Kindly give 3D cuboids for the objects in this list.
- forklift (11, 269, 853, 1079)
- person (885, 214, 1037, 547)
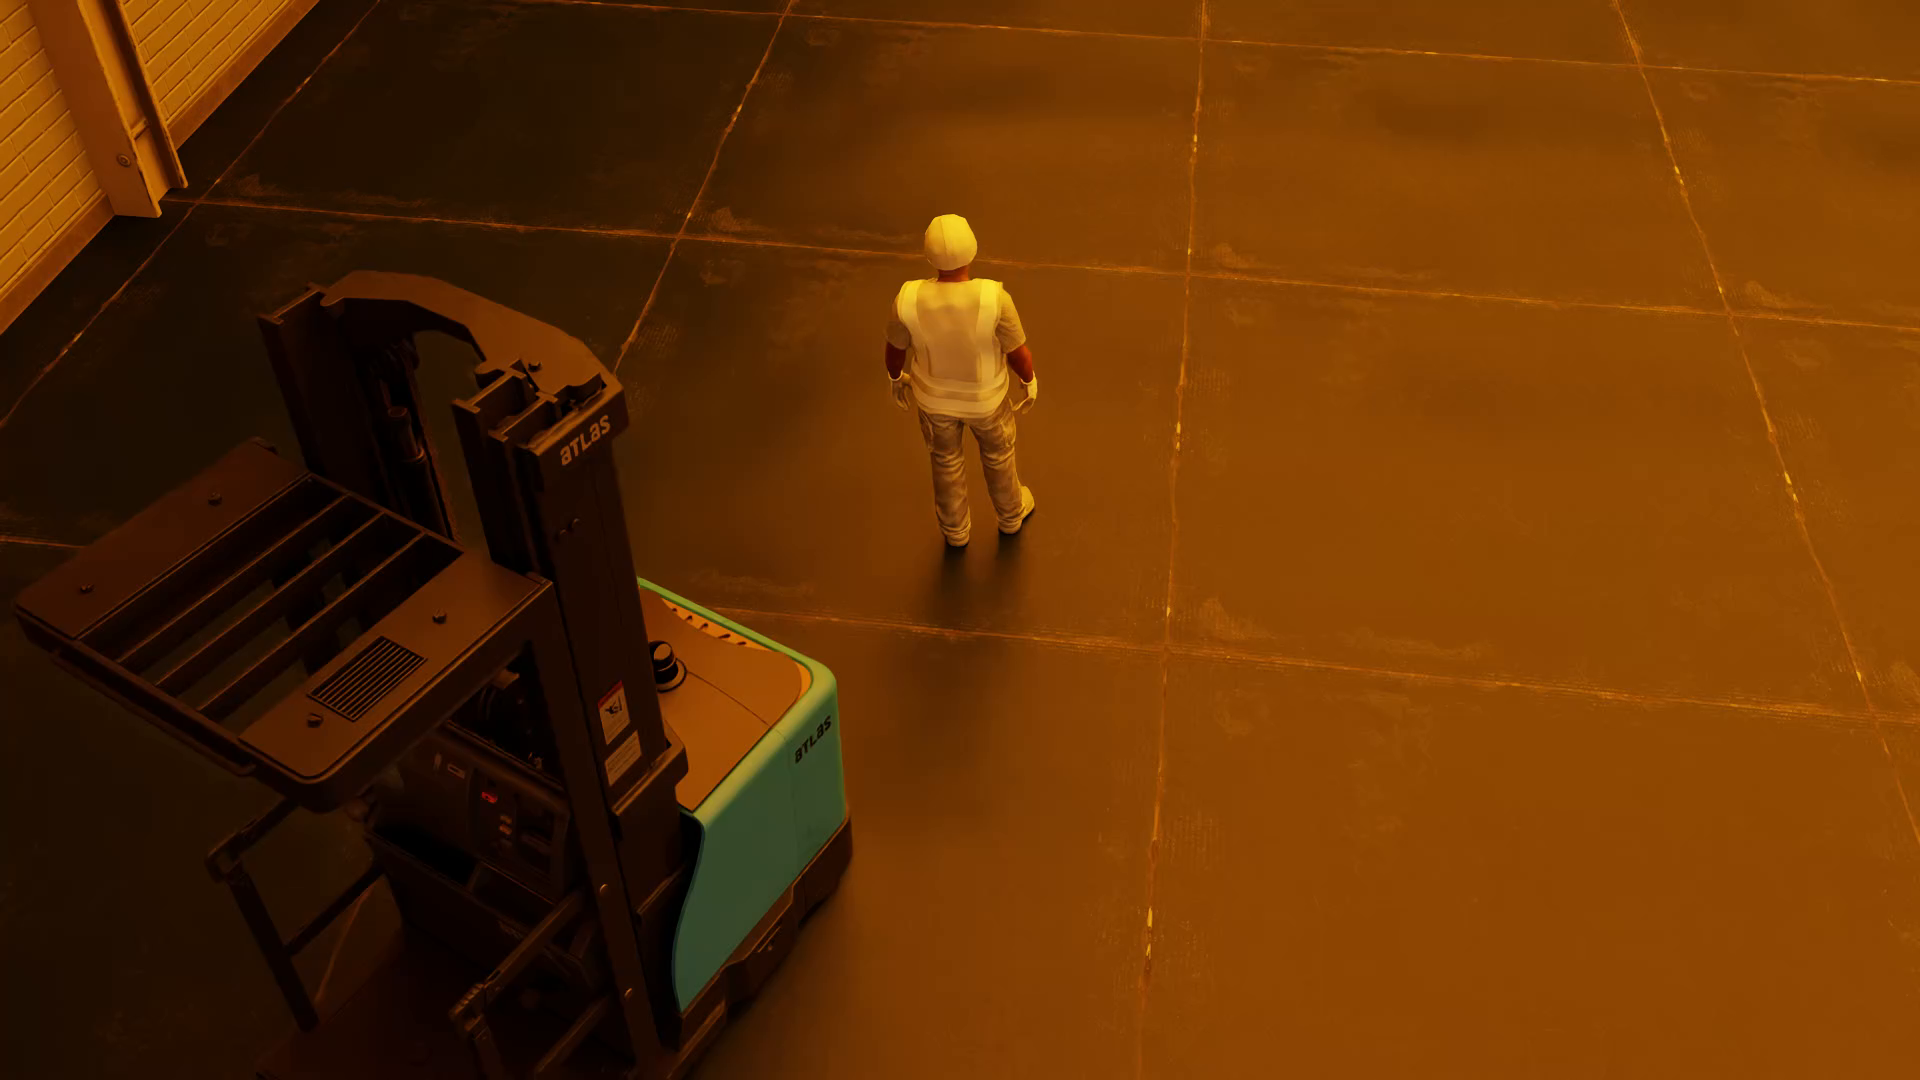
[{"bbox_3d":[-1.625,0.841,4.809,1.130,2.935,3.031,23,47,23],"label":"forklift"},{"bbox_3d":[0.017,-0.710,7.335,0.656,1.784,0.575,5,43,6],"label":"person"}]
